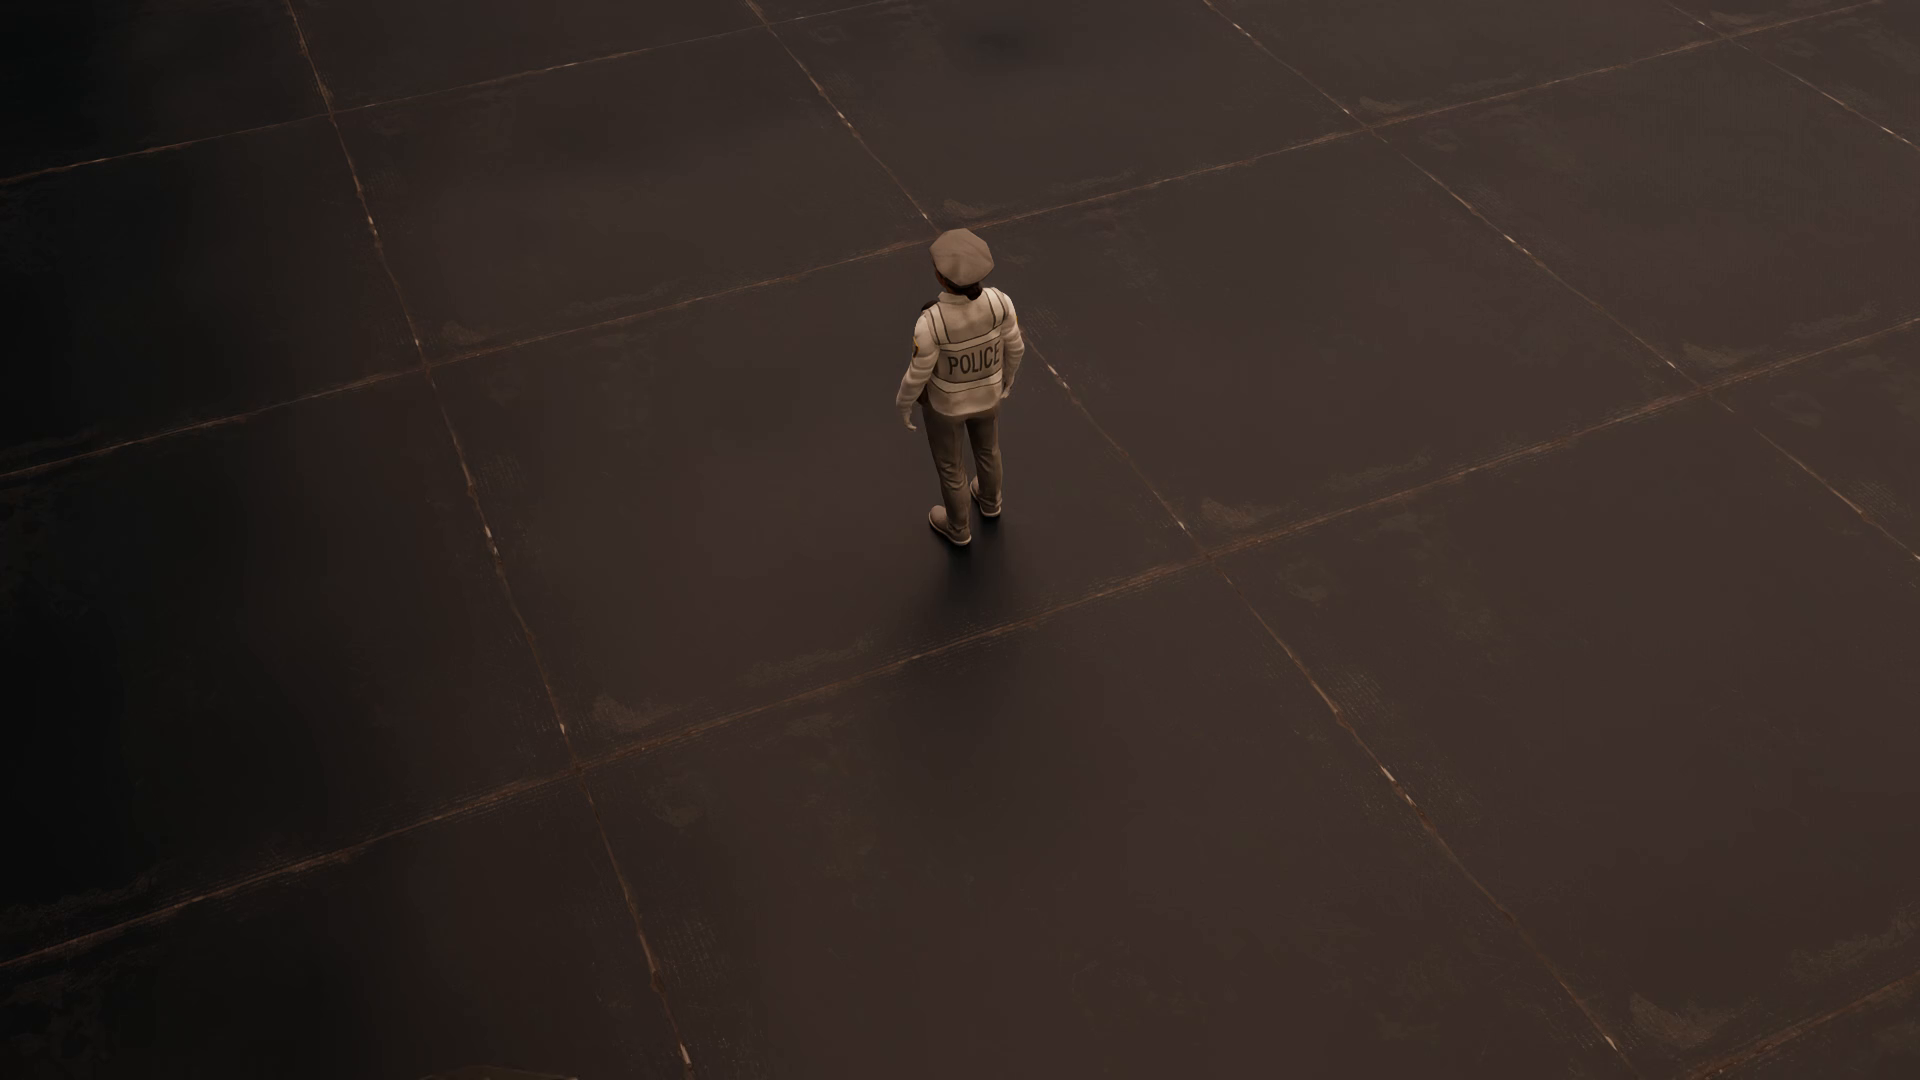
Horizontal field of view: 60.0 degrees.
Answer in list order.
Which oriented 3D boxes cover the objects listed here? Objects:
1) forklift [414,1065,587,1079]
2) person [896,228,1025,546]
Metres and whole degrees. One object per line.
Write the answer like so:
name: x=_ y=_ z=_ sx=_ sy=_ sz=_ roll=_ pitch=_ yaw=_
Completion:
forklift: x=-0.700 y=2.429 z=3.078 sx=1.130 sy=2.935 sz=3.031 roll=6 pitch=43 yaw=6
person: x=-0.023 y=-0.669 z=7.293 sx=0.587 sy=1.695 sz=0.531 roll=-18 pitch=46 yaw=-18
